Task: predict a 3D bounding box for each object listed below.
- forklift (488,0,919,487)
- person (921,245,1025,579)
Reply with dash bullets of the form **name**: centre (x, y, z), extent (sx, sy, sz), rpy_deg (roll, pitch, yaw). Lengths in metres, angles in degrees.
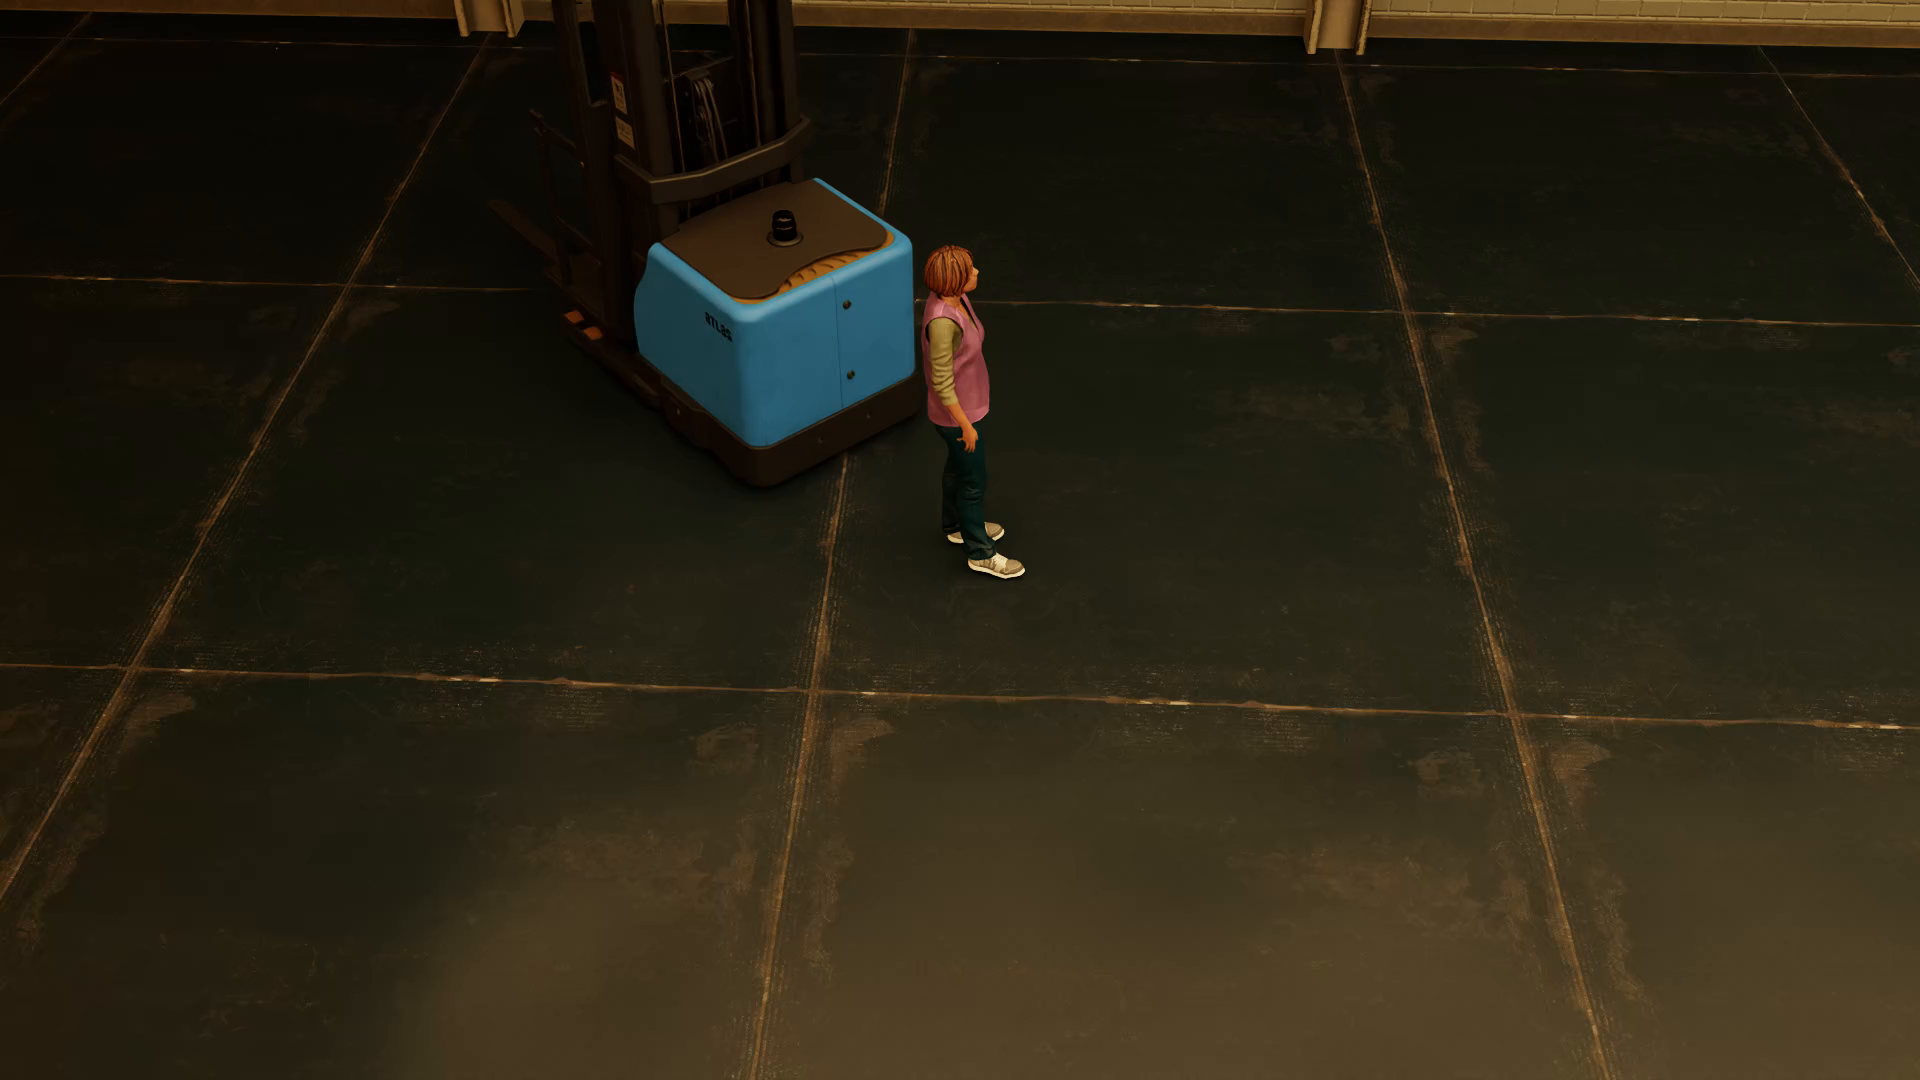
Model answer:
- **forklift**: centre (-1.543, -2.266, 8.224), extent (1.130, 2.935, 3.031), rpy_deg (-30, 50, -28)
- **person**: centre (0.073, -0.584, 7.360), extent (0.474, 1.597, 0.521), rpy_deg (2, 42, 2)
